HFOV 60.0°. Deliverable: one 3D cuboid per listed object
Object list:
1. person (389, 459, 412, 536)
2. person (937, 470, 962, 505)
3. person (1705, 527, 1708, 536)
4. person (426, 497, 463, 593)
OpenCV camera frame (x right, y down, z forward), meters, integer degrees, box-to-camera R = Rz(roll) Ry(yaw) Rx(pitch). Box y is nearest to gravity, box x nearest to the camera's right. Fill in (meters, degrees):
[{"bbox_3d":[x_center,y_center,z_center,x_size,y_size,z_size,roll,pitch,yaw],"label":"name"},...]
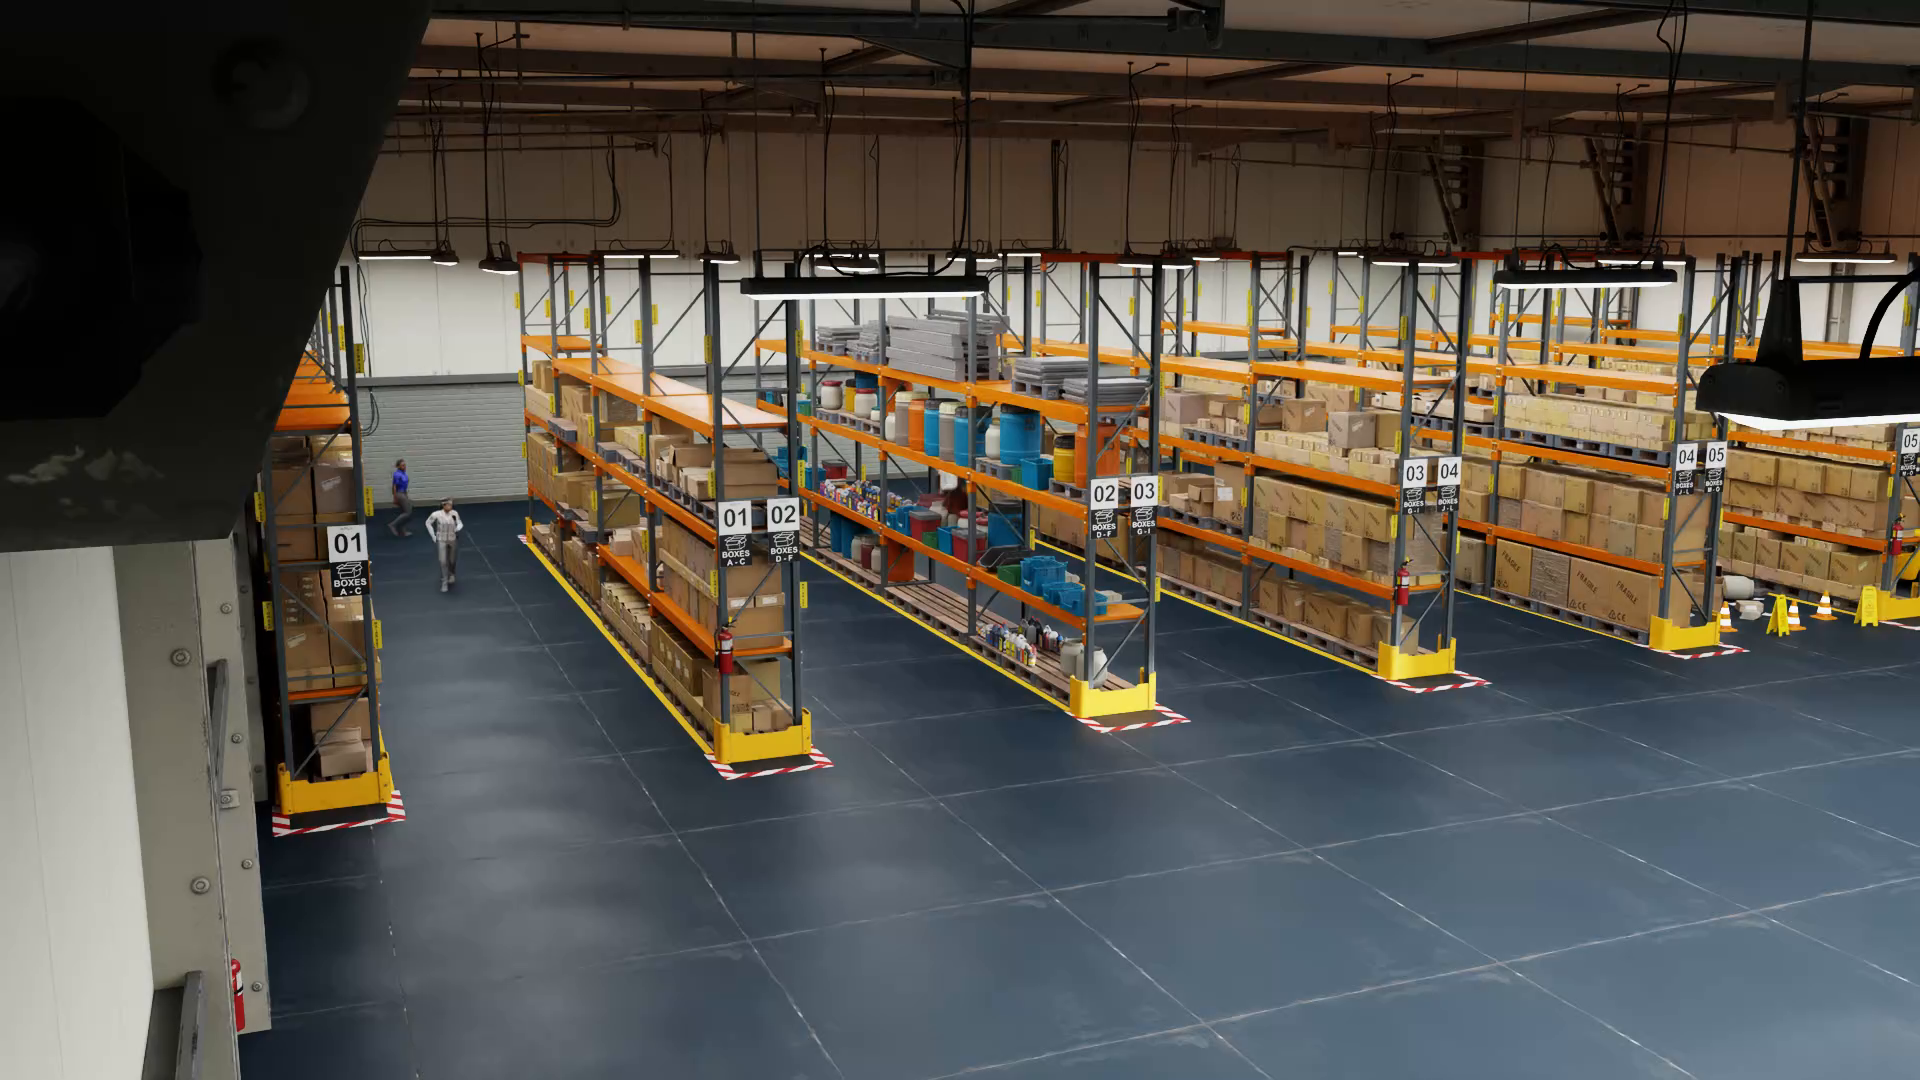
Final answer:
[{"bbox_3d":[-11.886,-0.843,35.255,0.486,1.539,0.483,-3,11,-18],"label":"person"},{"bbox_3d":[-0.263,-1.118,36.229,0.597,1.772,0.417,9,14,42],"label":"person"},{"bbox_3d":[15.678,-0.792,34.988,0.444,1.752,0.515,4,11,20],"label":"person"},{"bbox_3d":[-9.323,0.054,30.138,0.652,1.720,0.785,-4,11,-19],"label":"person"}]
